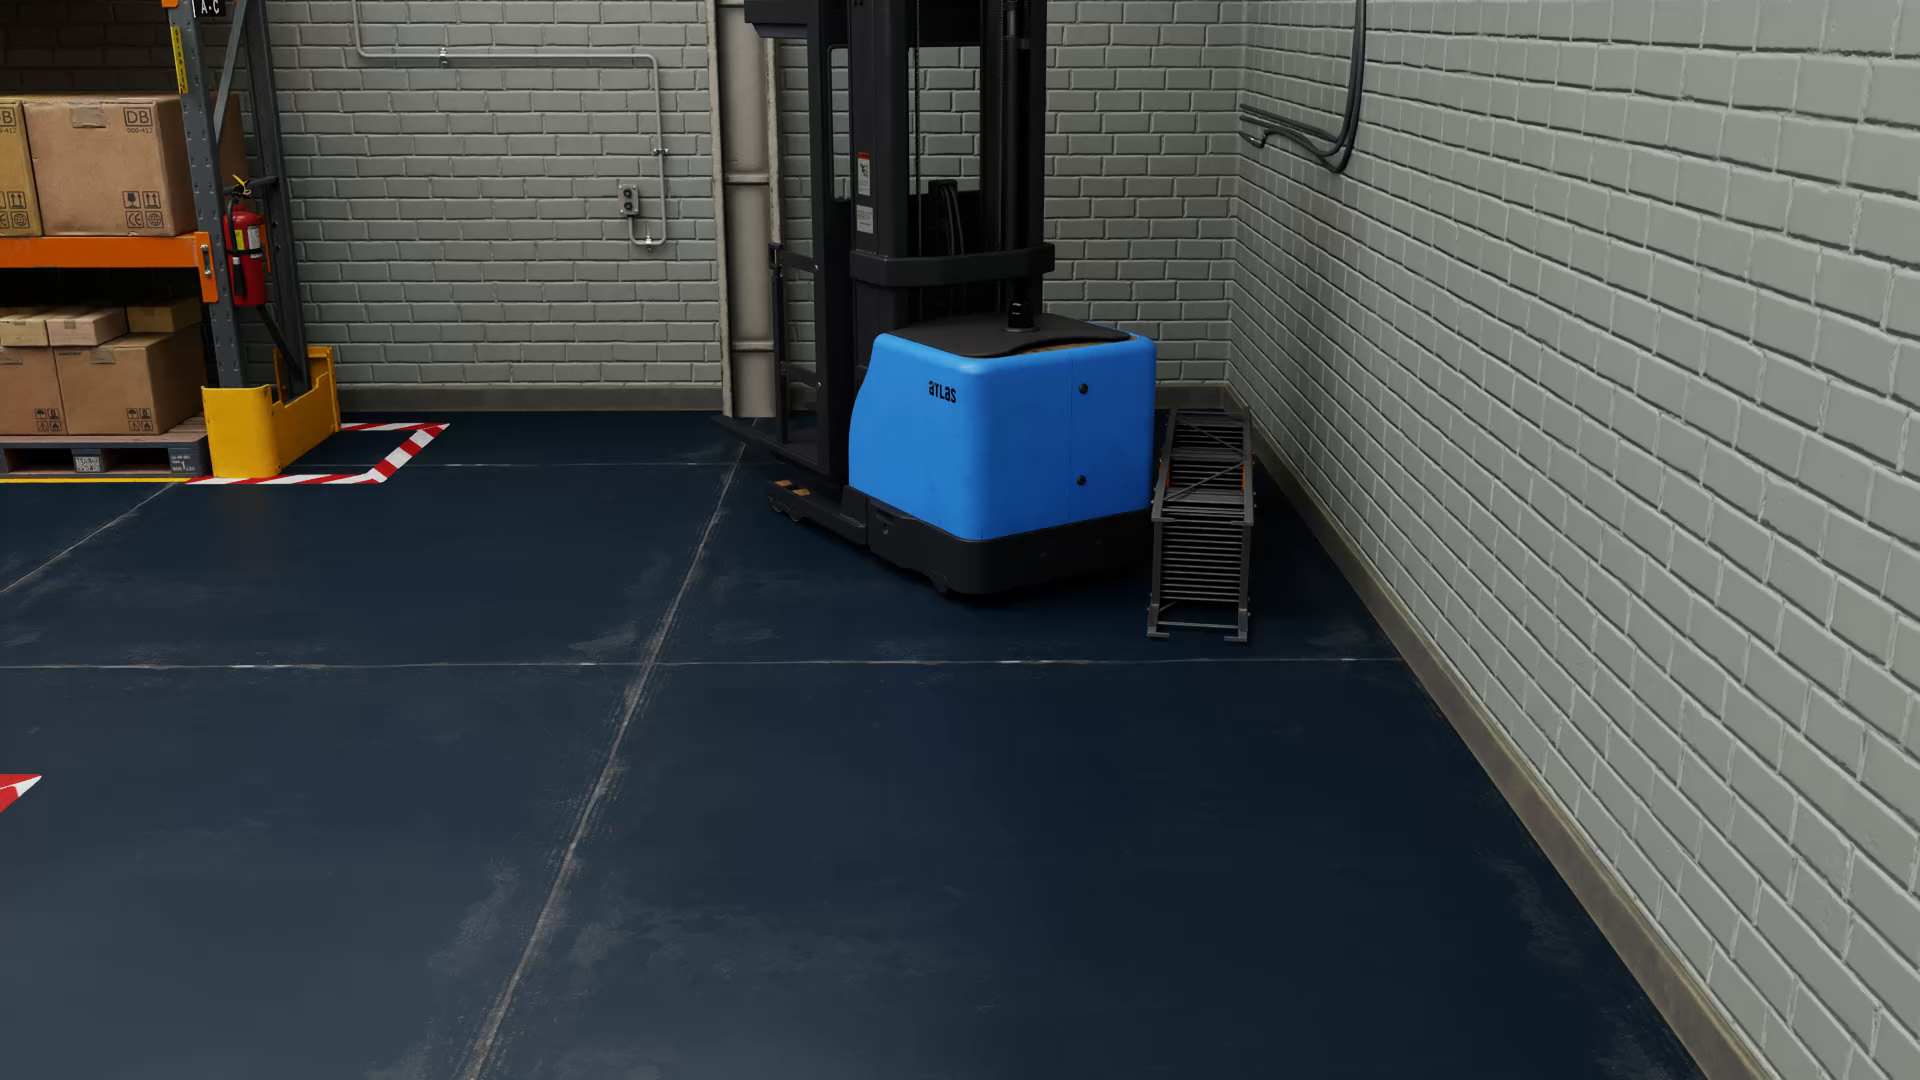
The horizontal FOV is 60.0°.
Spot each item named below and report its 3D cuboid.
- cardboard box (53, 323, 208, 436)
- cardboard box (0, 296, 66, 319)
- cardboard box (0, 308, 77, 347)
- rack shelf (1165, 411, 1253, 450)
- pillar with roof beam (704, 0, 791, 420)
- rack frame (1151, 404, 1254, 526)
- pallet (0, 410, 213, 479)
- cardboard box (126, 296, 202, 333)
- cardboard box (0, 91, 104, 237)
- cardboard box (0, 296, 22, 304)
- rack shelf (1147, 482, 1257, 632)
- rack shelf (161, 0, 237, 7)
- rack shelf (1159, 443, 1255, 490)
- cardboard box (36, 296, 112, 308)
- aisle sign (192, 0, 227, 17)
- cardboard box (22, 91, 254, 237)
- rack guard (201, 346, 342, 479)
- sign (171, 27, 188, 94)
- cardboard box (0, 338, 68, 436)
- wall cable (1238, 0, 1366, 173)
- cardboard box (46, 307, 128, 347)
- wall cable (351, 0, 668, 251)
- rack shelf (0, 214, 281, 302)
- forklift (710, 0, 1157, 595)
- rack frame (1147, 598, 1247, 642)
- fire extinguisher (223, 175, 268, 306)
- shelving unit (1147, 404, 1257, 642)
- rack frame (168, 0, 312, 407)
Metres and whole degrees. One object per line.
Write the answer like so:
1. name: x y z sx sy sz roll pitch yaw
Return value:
1. cardboard box: -4.664 -0.919 9.407 0.500 0.500 0.700 0 18 -1
2. cardboard box: -5.299 -1.286 9.488 0.250 0.149 0.380 0 18 0
3. cardboard box: -5.045 -1.170 9.128 0.250 0.149 0.380 0 18 1
4. rack shelf: 1.233 -0.348 8.296 0.431 0.480 0.518 3 17 9
5. pillar with roof beam: -1.212 -3.762 5.044 0.400 9.000 9.100 0 18 -1
6. rack frame: 1.125 -0.380 7.576 0.400 0.015 2.100 3 17 9
7. pallet: -4.764 -0.588 9.534 1.213 0.211 1.003 0 18 -1
8. cardboard box: -4.542 -1.290 9.500 0.250 0.149 0.380 0 18 0
9. cardboard box: -5.203 -2.074 9.110 0.700 0.700 0.980 0 18 -1
10. cardboard box: -5.554 -1.284 9.484 0.250 0.149 0.380 0 18 0
11. rack shelf: 1.012 0.063 6.976 0.431 0.480 0.518 3 17 9
12. rack shelf: -5.966 -3.019 8.817 4.000 0.370 1.077 0 18 -1
13. rack shelf: 1.122 -0.143 7.636 0.431 0.480 0.518 3 17 9
14. cardboard box: -5.049 -1.287 9.492 0.250 0.149 0.380 0 18 -1
15. aisle sign: -3.889 -3.090 8.513 0.004 0.787 0.394 0 18 -1
16. cardboard box: -4.476 -2.081 9.132 0.700 0.700 0.980 1 18 2
17. rack guard: -3.942 -0.753 9.577 0.348 0.500 1.175 0 18 -1
18. sign: -3.971 -2.442 8.465 0.005 0.325 0.100 0 18 -1
19. cardboard box: -5.165 -0.917 9.399 0.500 0.500 0.700 0 18 -1
20. wall cable: 1.695 -3.240 8.498 0.112 2.526 3.097 0 18 -1
21. cardboard box: -4.790 -1.172 9.132 0.250 0.149 0.380 0 18 -2
22. wall cable: -2.701 -2.722 9.960 1.851 1.984 0.084 0 18 -1
23. rack shelf: -5.966 -1.591 9.275 4.000 0.370 1.077 0 18 -1
24. forklift: -0.336 -1.556 8.099 1.130 2.935 3.031 -11 21 -31
25. rack frame: 1.124 0.086 7.721 0.400 0.015 2.100 3 17 9
26. fire extinguisher: -3.808 -1.589 8.827 0.183 0.674 0.296 0 18 -1
27. shelving unit: 1.125 -0.147 7.649 0.431 0.503 2.100 3 17 9
28. rack frame: -3.966 -1.943 9.195 0.127 3.000 1.000 0 18 -1
